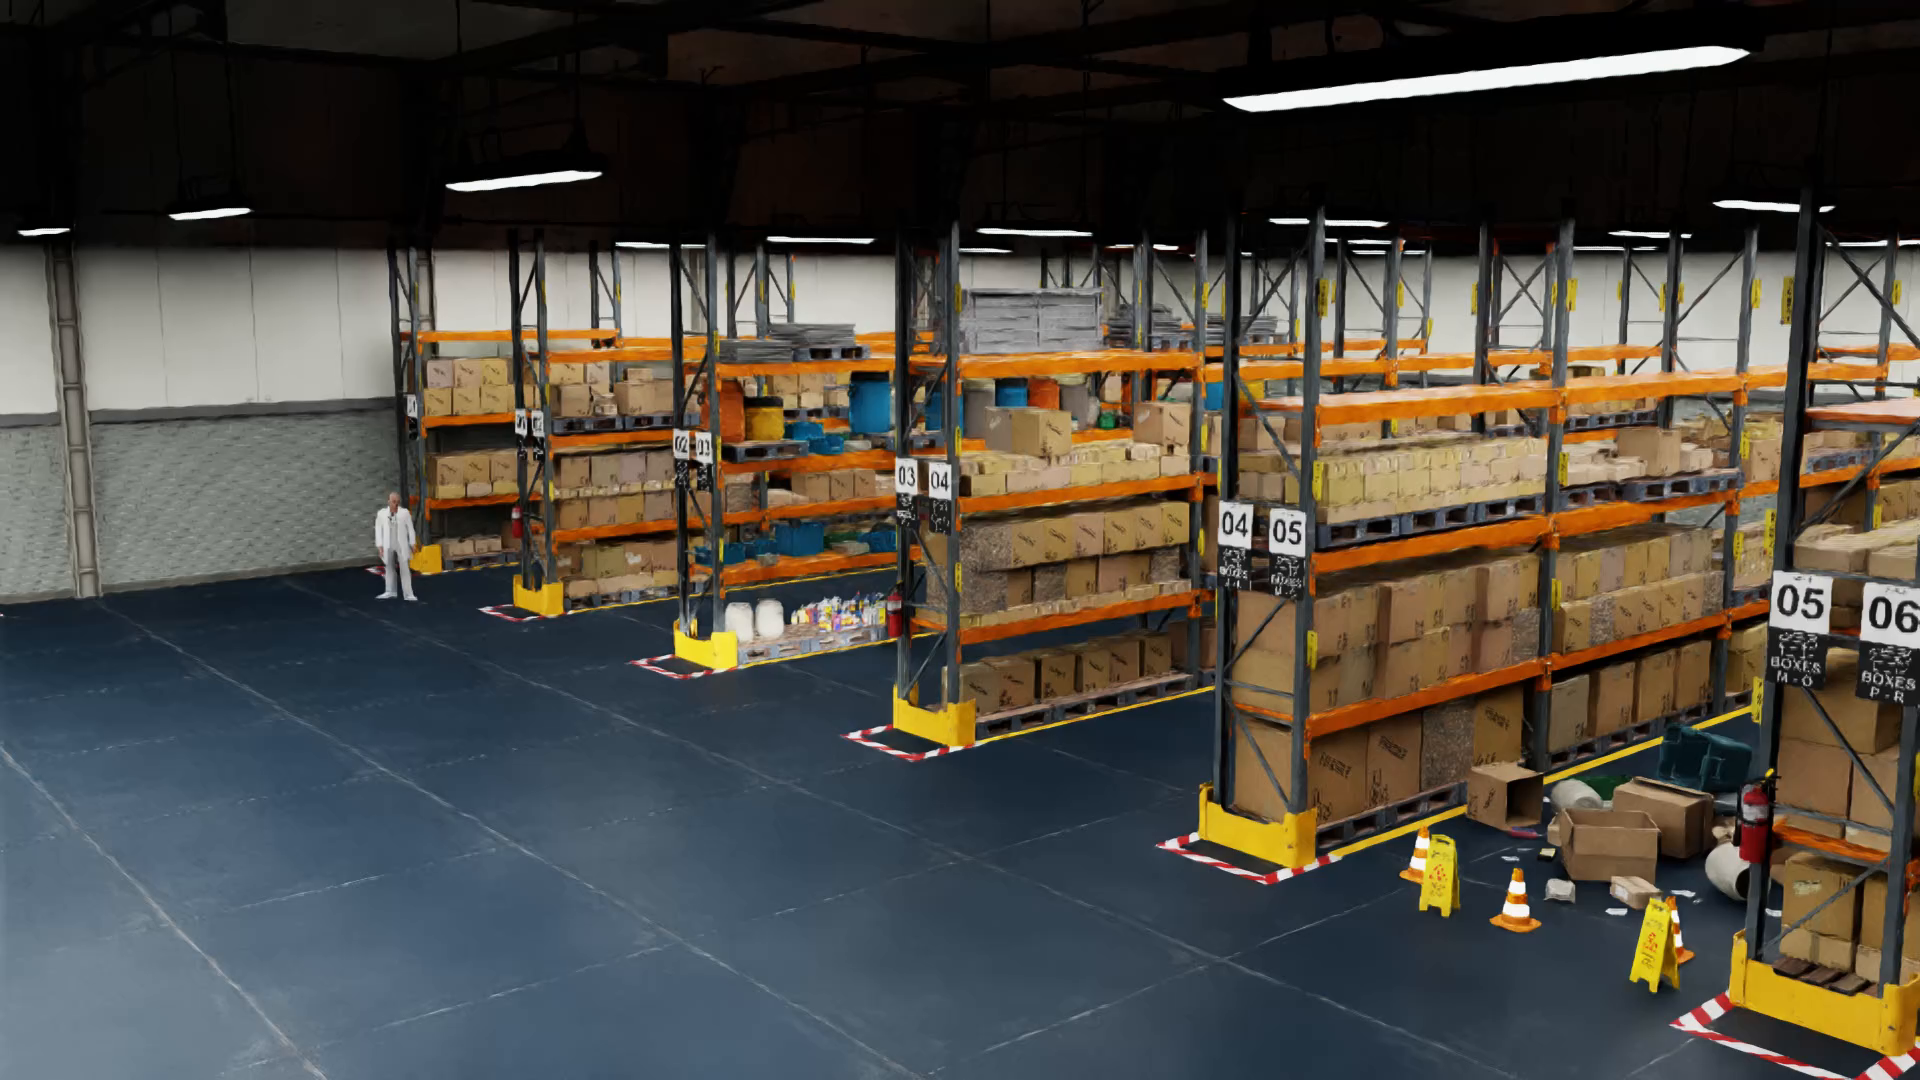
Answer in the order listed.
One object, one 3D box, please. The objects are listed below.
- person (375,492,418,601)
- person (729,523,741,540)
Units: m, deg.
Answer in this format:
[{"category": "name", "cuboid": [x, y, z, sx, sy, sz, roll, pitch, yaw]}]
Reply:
[{"category": "person", "cuboid": [-9.247, 0.106, 27.219, 0.677, 1.778, 0.527, -2, 9, -12]}, {"category": "person", "cuboid": [-4.502, -0.676, 32.831, 0.639, 1.610, 0.807, 6, 10, 33]}]
